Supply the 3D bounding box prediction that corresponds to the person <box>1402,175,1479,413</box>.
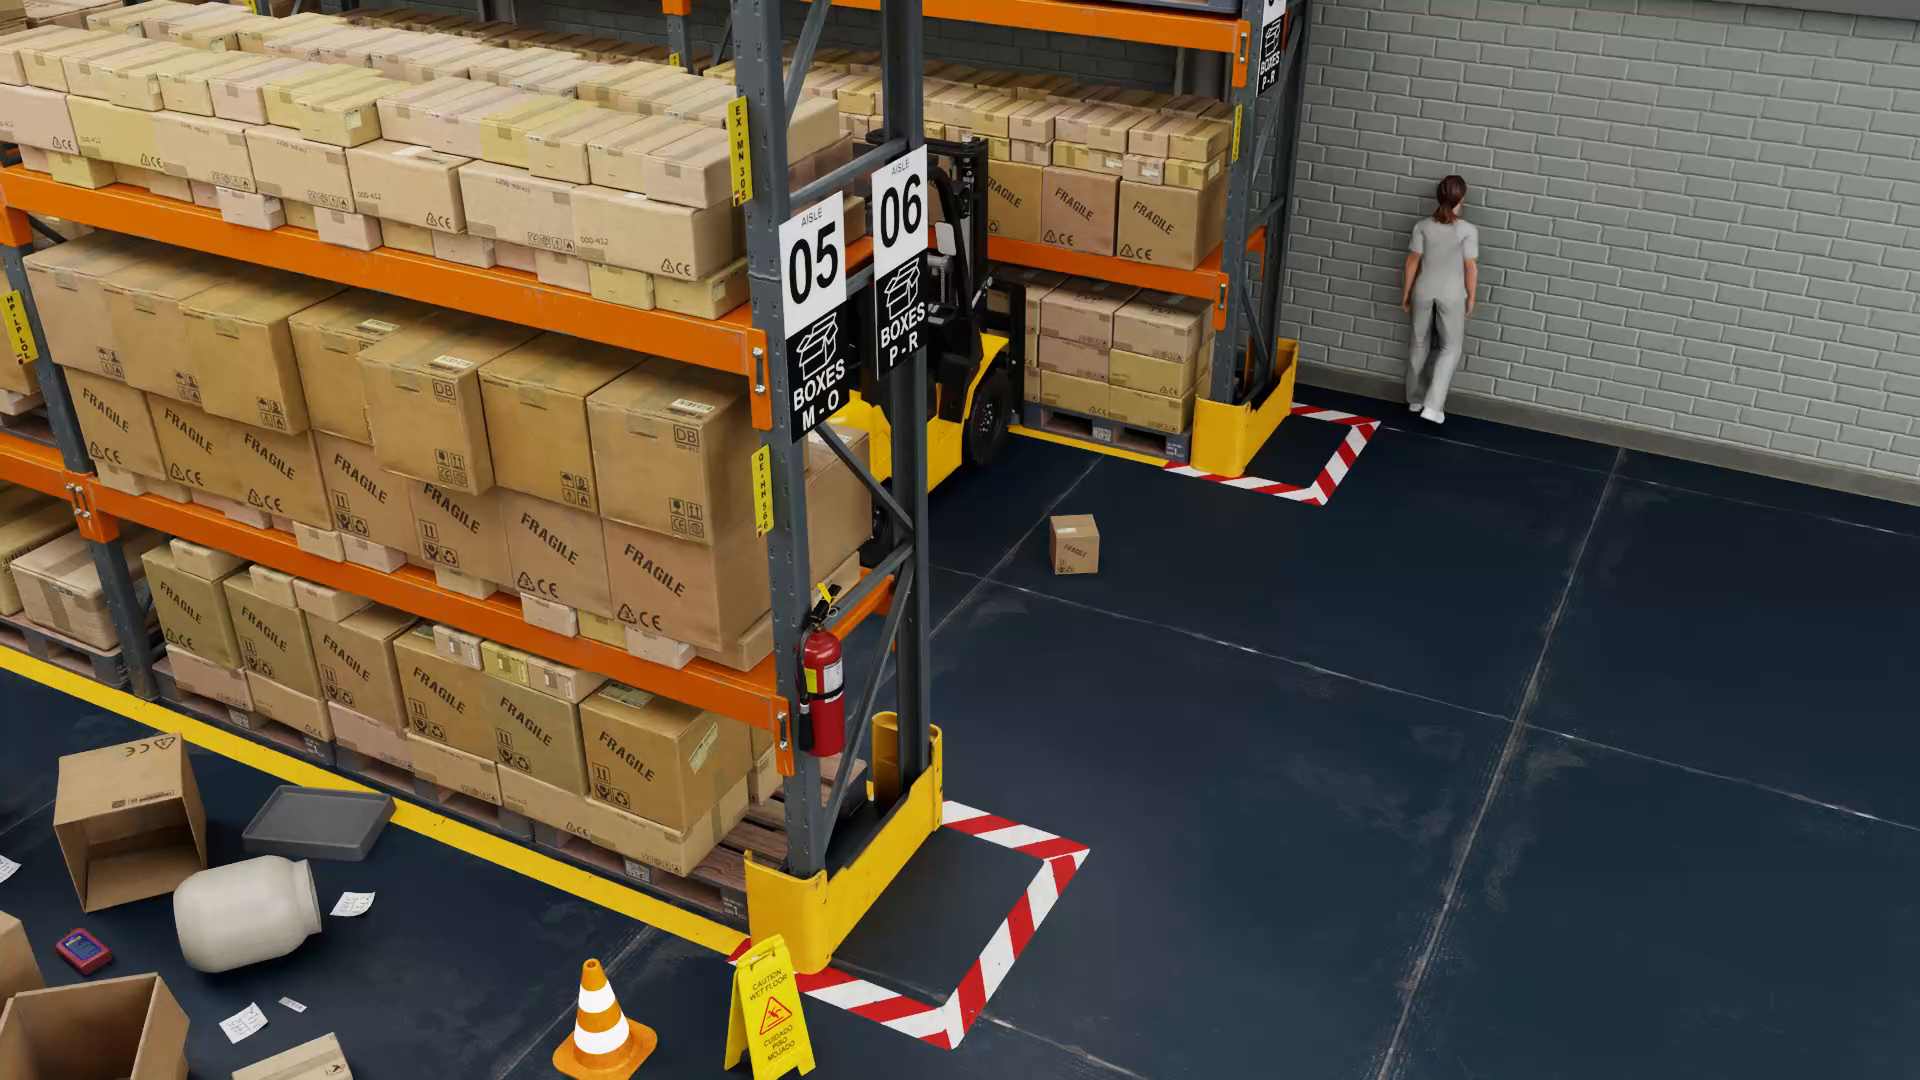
[{"bbox_3d":[3.133,-1.600,10.950,0.461,1.605,0.459,15,33,24],"label":"person"}]
